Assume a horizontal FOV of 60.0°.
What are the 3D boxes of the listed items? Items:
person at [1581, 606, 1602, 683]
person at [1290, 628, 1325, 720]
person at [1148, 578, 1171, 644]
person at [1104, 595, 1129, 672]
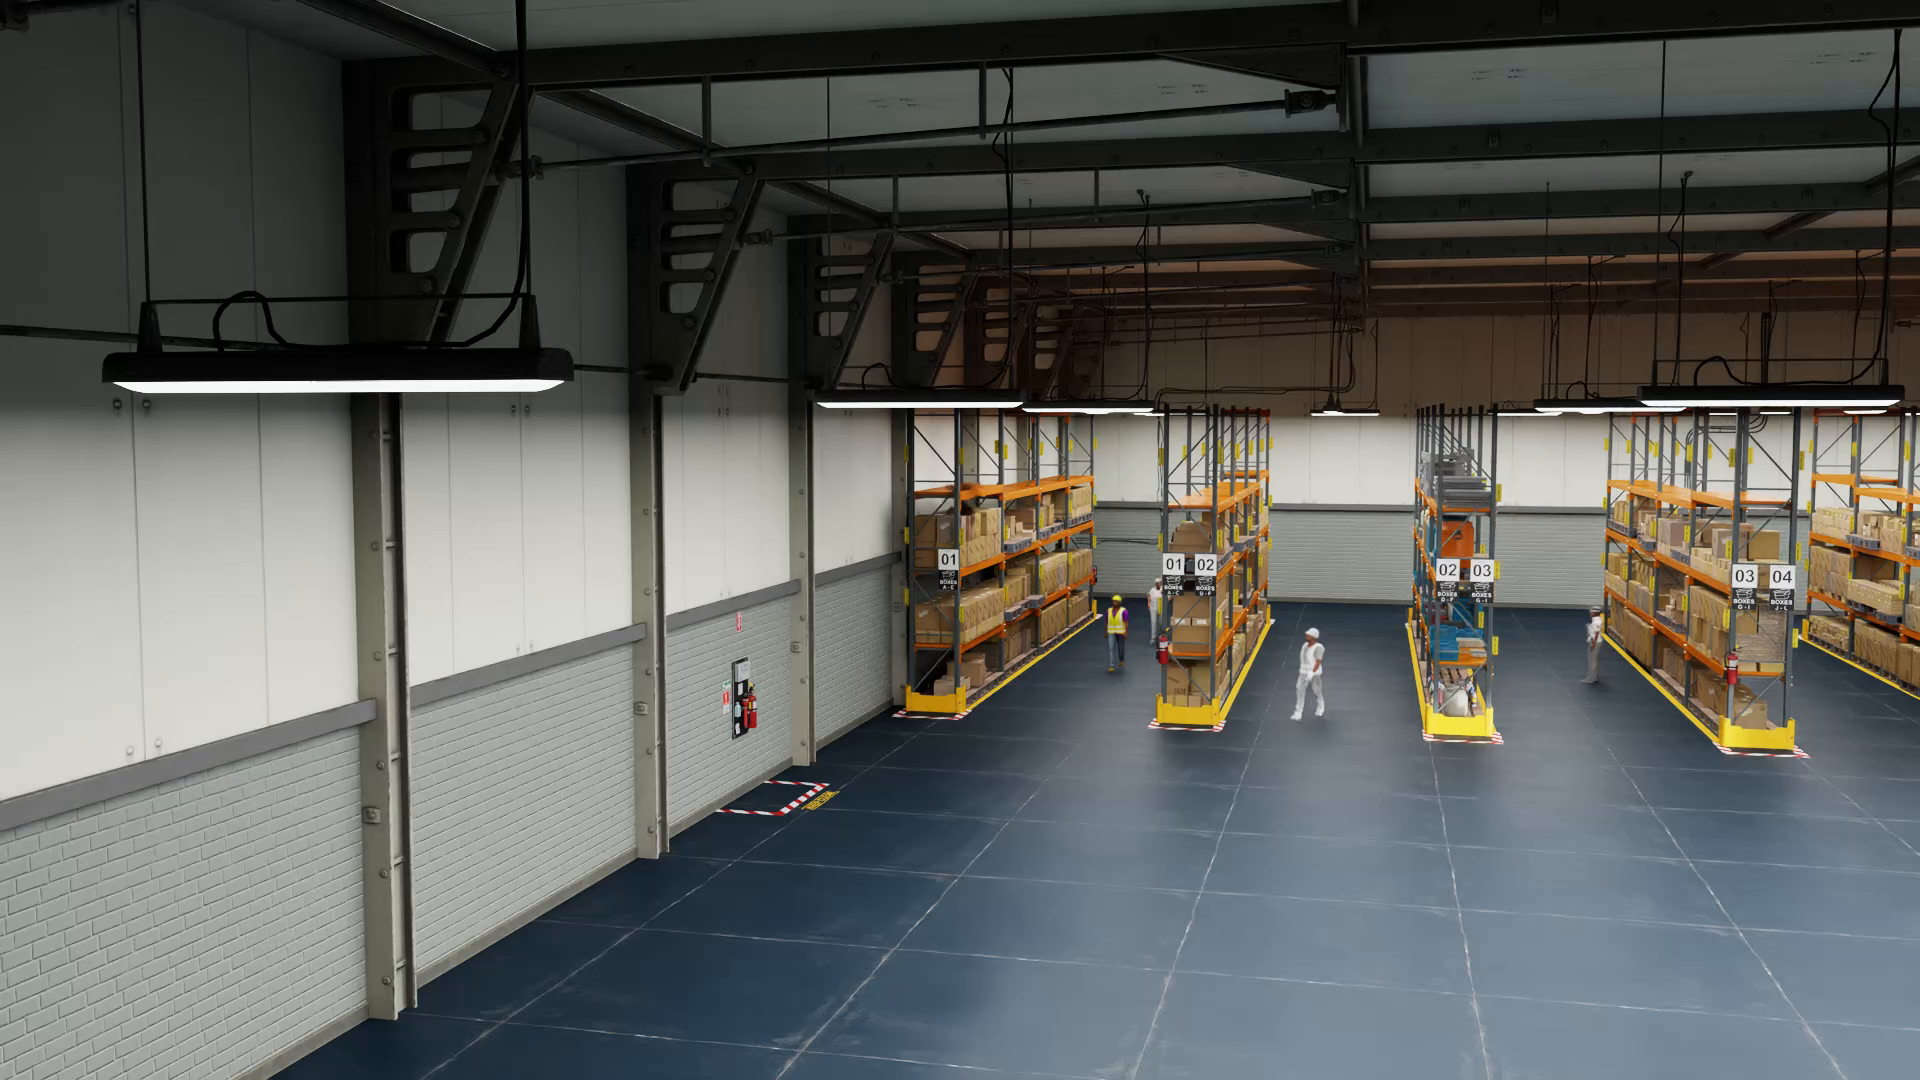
[{"bbox_3d":[13.713,2.269,36.100,0.411,1.669,0.526,2,4,20],"label":"person"},{"bbox_3d":[6.669,2.546,31.614,0.490,1.731,1.059,3,5,33],"label":"person"},{"bbox_3d":[5.071,1.786,42.436,0.621,1.620,1.028,1,4,14],"label":"person"},{"bbox_3d":[3.552,2.119,37.803,0.593,1.723,1.080,1,4,10],"label":"person"}]
